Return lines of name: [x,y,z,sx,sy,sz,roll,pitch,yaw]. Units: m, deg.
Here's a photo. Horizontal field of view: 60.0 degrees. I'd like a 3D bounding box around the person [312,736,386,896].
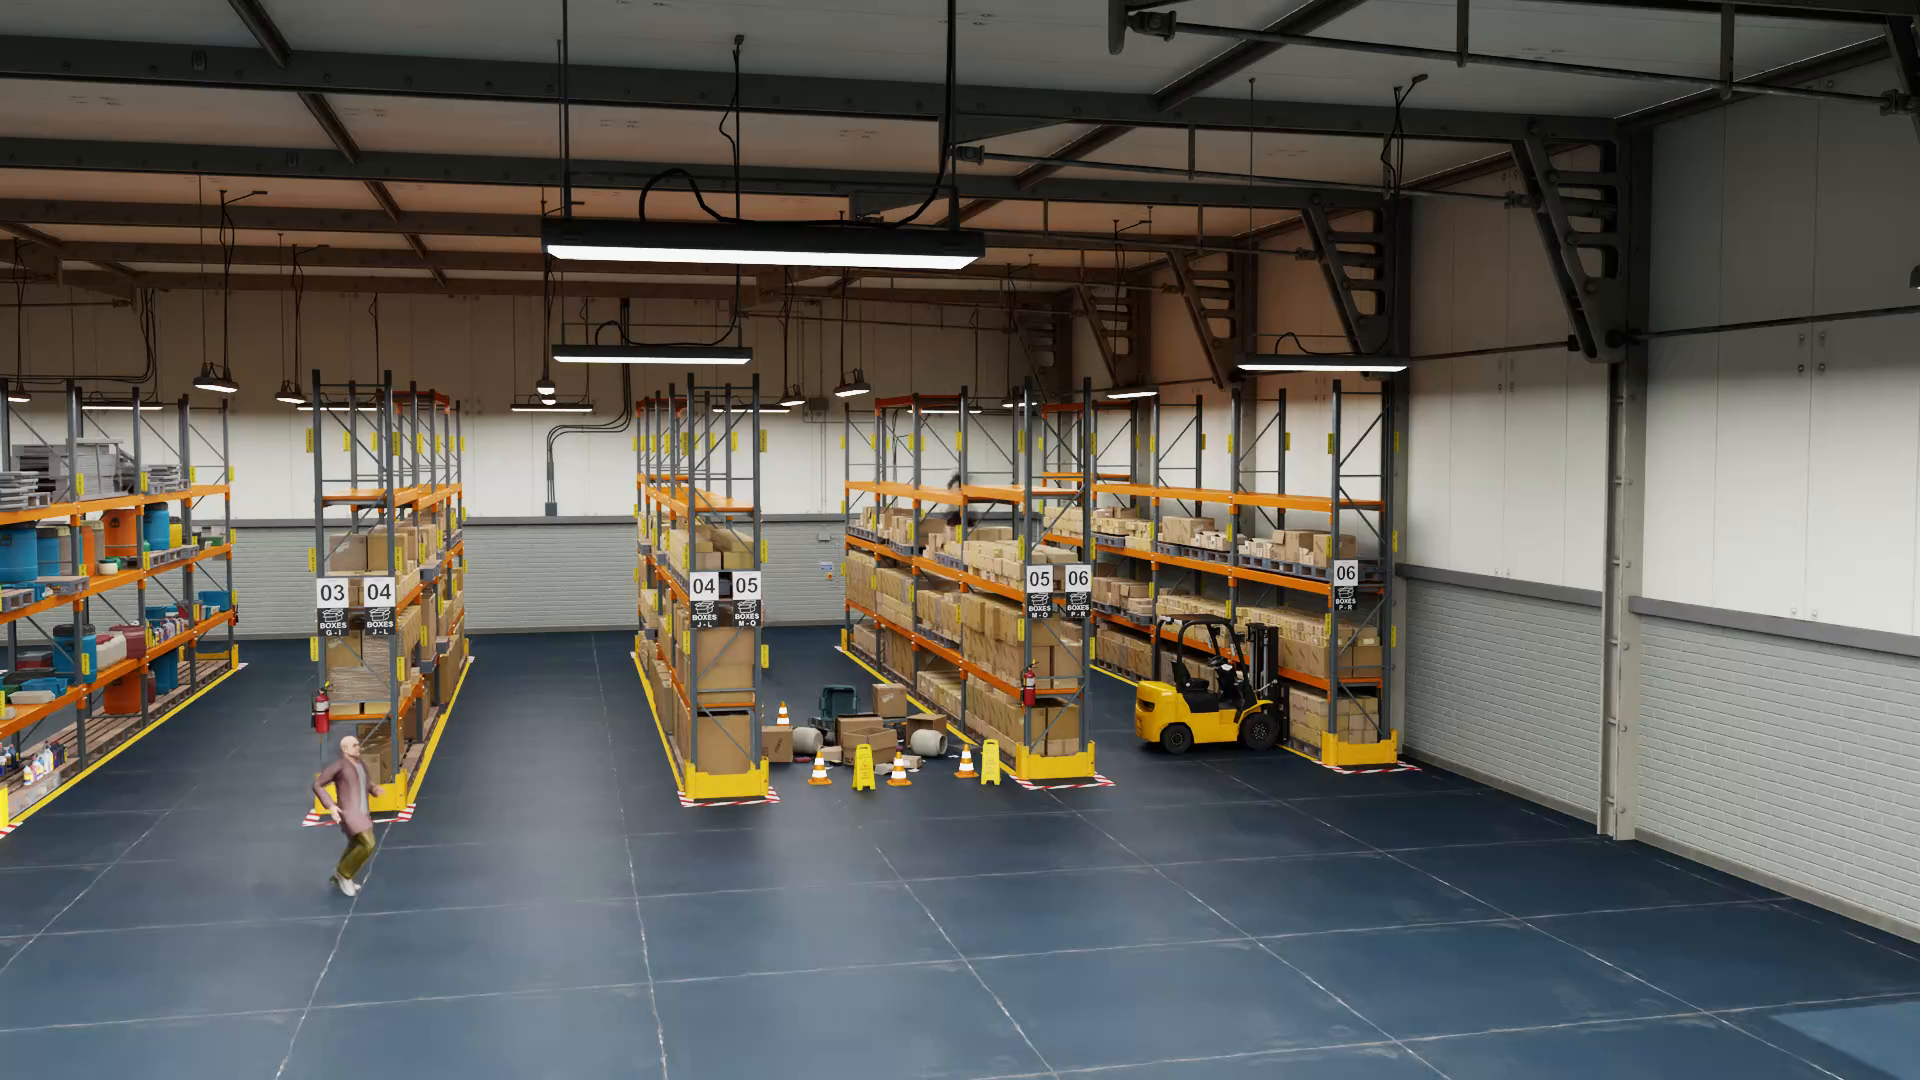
person: [-6.702,3.053,18.422,0.725,1.760,0.688,1,3,11]
